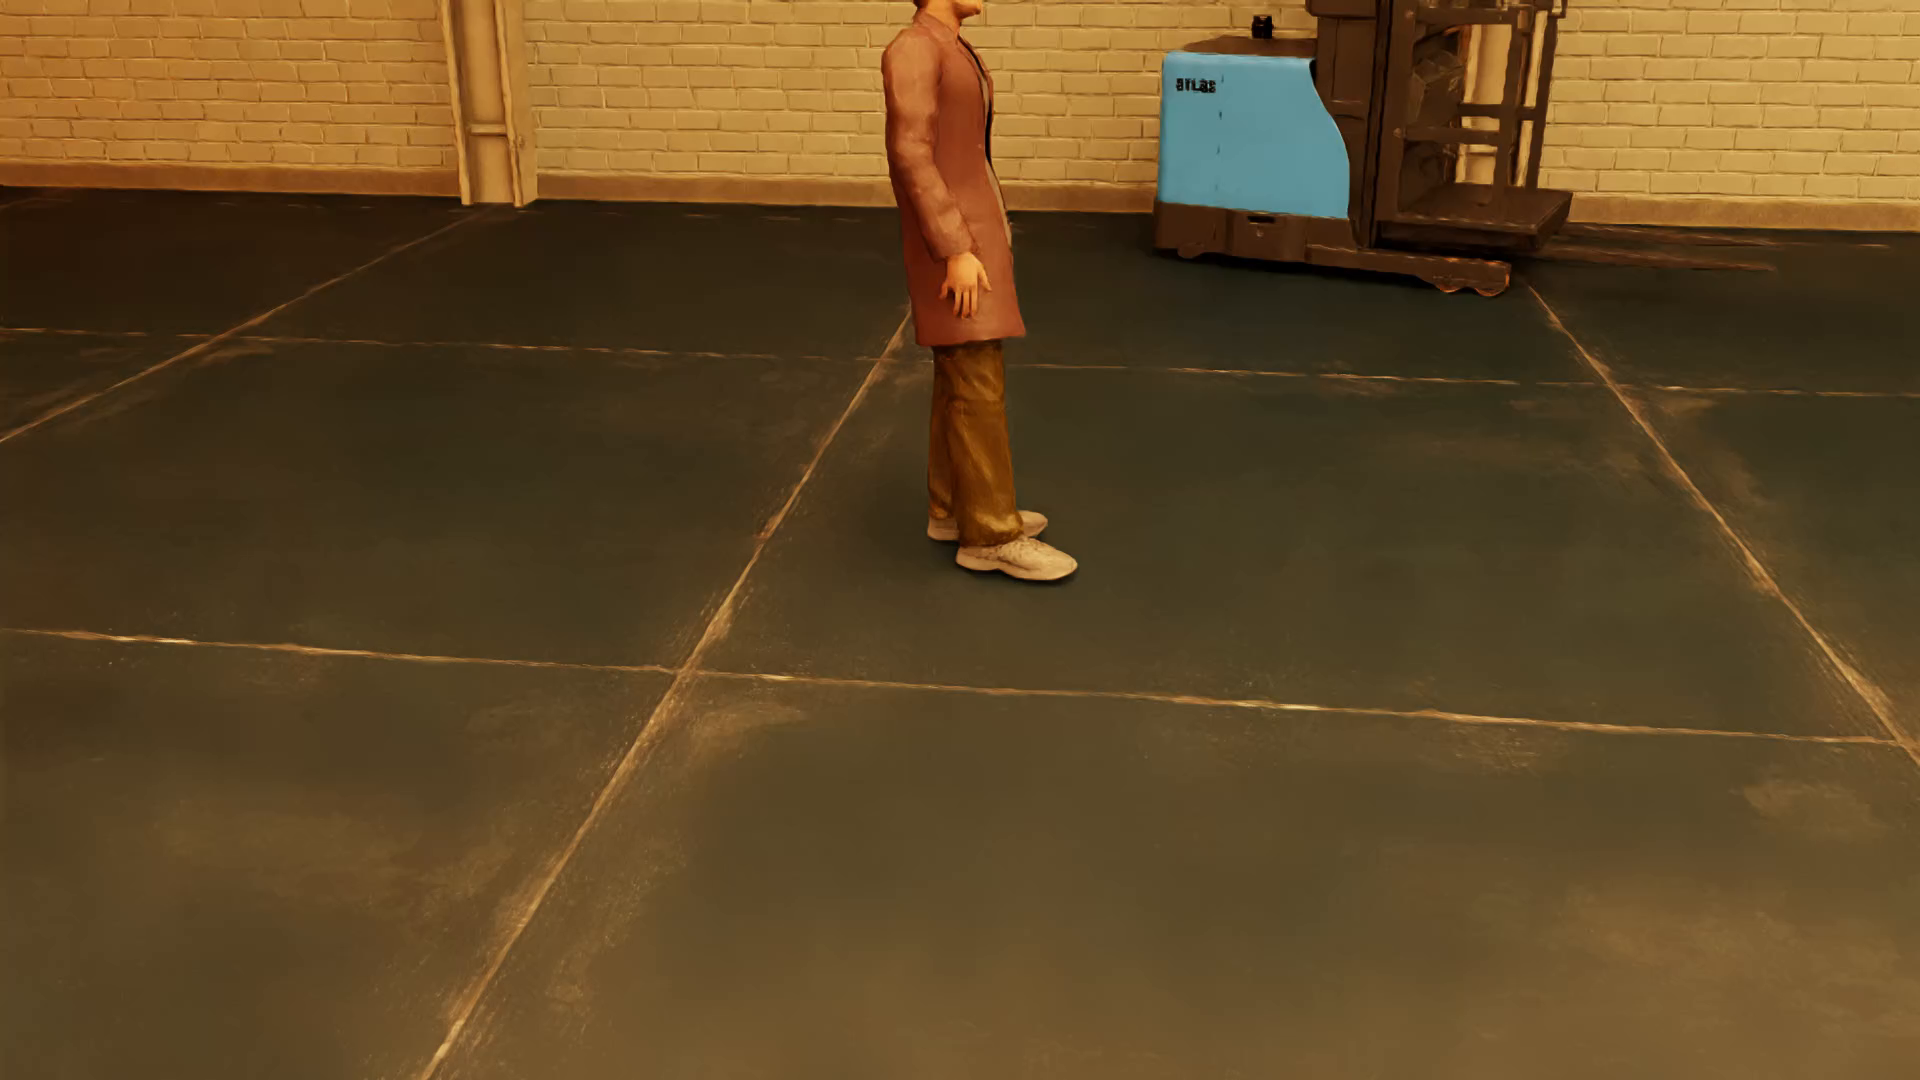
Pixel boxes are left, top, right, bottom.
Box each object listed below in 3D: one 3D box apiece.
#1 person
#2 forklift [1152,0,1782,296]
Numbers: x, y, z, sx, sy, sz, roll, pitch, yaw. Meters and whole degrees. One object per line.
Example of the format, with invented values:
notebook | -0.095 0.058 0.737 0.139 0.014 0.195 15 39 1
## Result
person | 0.090 -0.825 4.827 0.580 1.776 0.694 3 22 7
forklift | 2.579 -2.778 8.152 3.031 2.935 1.130 11 24 25
